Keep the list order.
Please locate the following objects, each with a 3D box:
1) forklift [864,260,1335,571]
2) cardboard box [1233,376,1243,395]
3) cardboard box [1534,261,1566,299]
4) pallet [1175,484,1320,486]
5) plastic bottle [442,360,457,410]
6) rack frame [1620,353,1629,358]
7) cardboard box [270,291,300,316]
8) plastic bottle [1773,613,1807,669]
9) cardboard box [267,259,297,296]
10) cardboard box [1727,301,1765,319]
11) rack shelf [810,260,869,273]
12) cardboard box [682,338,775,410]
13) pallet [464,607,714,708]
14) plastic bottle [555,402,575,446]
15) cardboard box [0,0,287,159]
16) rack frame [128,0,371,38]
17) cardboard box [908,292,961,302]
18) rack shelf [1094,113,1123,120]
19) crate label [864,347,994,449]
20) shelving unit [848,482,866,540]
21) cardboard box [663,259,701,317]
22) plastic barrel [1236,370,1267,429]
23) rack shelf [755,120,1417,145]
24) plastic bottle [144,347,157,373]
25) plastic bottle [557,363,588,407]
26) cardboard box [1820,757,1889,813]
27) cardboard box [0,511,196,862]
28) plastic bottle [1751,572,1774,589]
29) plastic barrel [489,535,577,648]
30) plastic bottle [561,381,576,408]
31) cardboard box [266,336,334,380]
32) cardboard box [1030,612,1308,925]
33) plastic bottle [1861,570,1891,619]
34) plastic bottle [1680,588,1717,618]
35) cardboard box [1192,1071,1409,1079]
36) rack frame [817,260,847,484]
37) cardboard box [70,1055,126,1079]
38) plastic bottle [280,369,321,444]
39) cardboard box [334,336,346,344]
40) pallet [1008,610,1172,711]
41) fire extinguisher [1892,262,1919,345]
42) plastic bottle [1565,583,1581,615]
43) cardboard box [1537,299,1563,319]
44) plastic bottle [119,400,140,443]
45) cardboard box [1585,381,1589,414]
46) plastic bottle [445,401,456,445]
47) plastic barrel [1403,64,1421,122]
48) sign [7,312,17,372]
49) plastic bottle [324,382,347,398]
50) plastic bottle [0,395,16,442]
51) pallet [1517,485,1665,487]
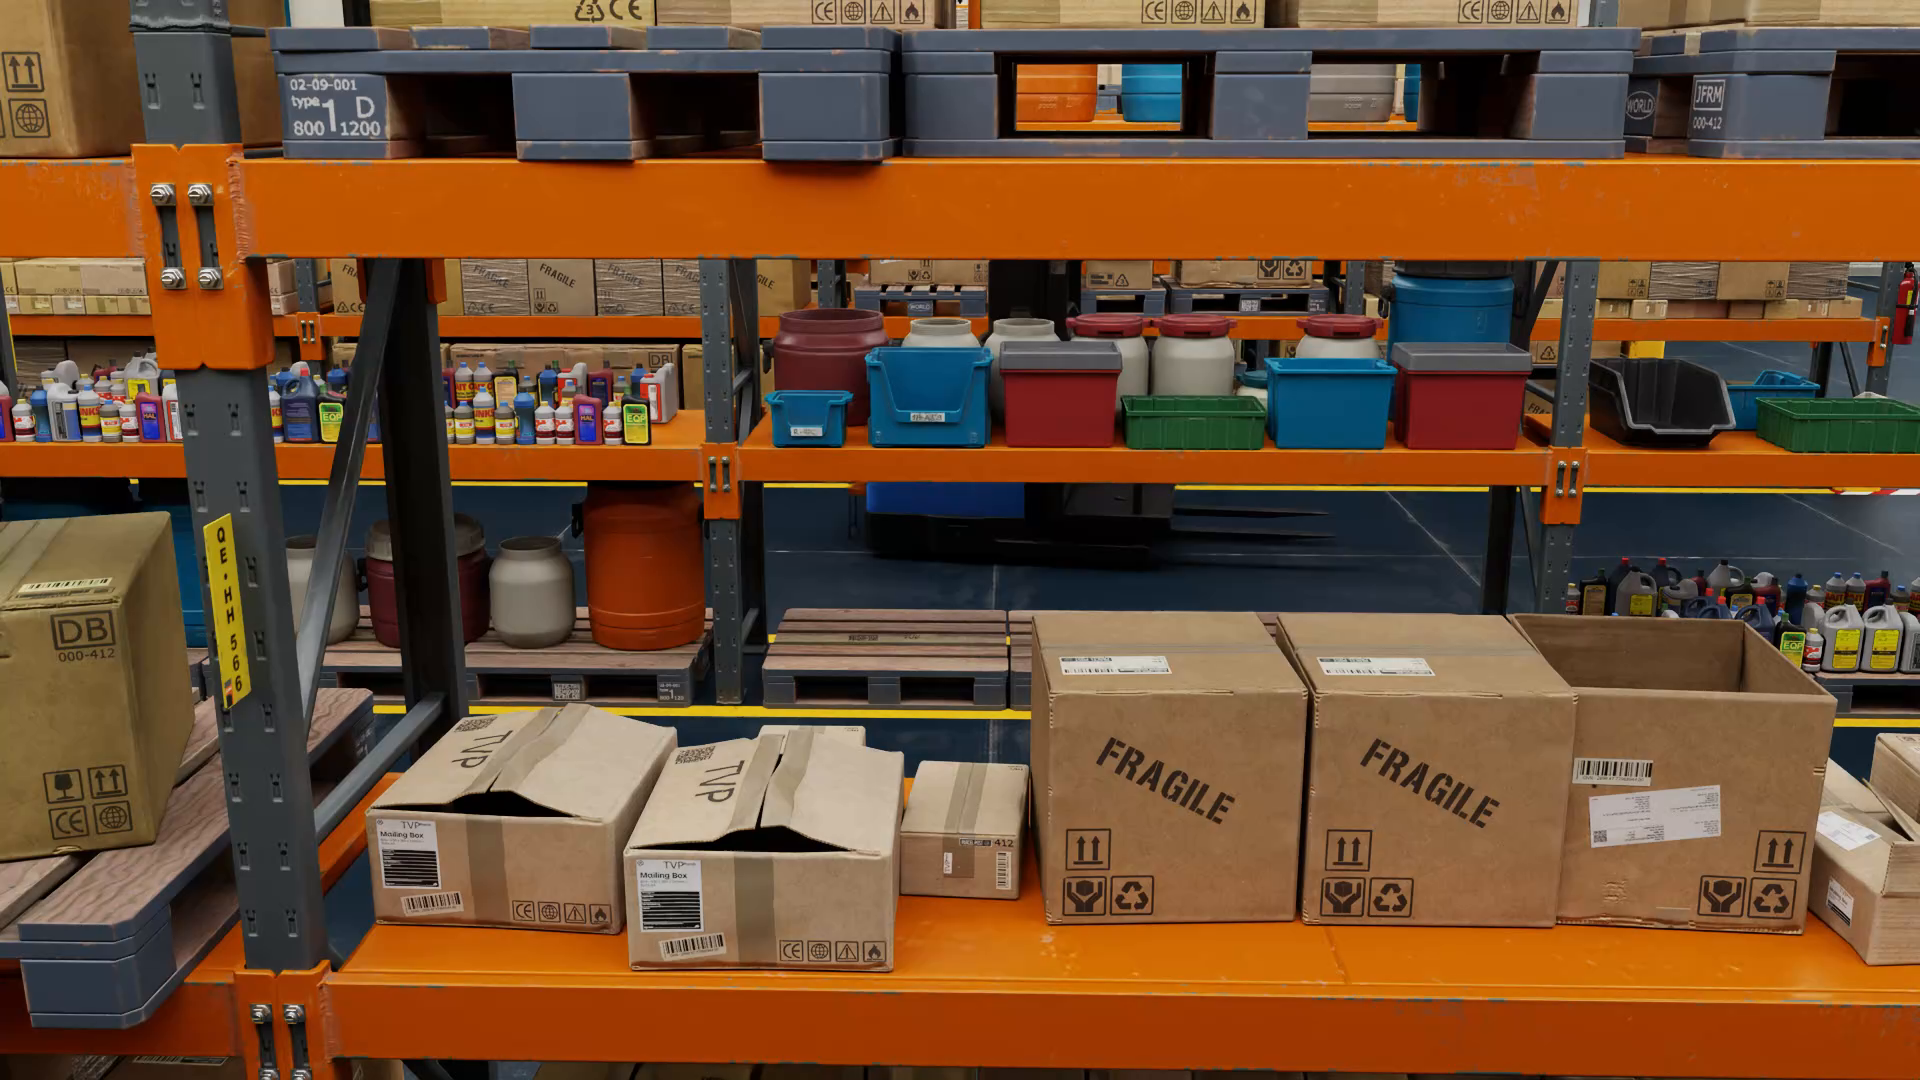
[{"bbox_3d":[0.937,-1.368,10.780,3.031,2.935,1.130,2,15,8],"label":"forklift"},{"bbox_3d":[2.380,-1.008,13.317,0.500,0.500,0.700,-1,15,-3],"label":"cardboard box"},{"bbox_3d":[4.443,-2.178,12.936,0.500,0.500,0.875,0,15,1],"label":"cardboard box"},{"bbox_3d":[2.215,-0.651,13.392,1.213,0.211,1.003,0,15,1],"label":"pallet"},{"bbox_3d":[-2.710,-0.805,8.741,0.133,0.283,0.061,0,15,1],"label":"plastic bottle"},{"bbox_3d":[7.220,-3.232,17.712,0.127,3.000,1.000,0,15,1],"label":"rack frame"},{"bbox_3d":[-5.317,-1.843,12.939,0.250,0.149,0.380,0,15,2],"label":"cardboard box"},{"bbox_3d":[4.016,0.494,8.051,0.133,0.283,0.061,1,15,4],"label":"plastic bottle"},{"bbox_3d":[-5.452,-2.054,12.955,0.500,0.250,0.500,0,15,0],"label":"cardboard box"},{"bbox_3d":[5.951,-1.792,12.744,0.250,0.149,0.380,0,15,1],"label":"cardboard box"},{"bbox_3d":[-2.777,-2.950,18.050,4.000,0.370,1.077,0,15,1],"label":"rack shelf"},{"bbox_3d":[-1.695,-1.206,13.372,0.875,0.875,1.225,0,15,-1],"label":"cardboard box"},{"bbox_3d":[-1.921,0.597,8.665,1.213,0.211,1.003,0,15,1],"label":"pallet"},{"bbox_3d":[-1.893,-0.562,7.979,0.097,0.201,0.097,0,15,0],"label":"plastic bottle"},{"bbox_3d":[-1.699,-0.987,3.125,0.500,0.500,0.910,0,15,1],"label":"cardboard box"},{"bbox_3d":[-1.262,-2.395,2.777,0.127,3.000,1.000,0,15,1],"label":"rack frame"},{"bbox_3d":[-0.171,-2.373,18.041,0.750,0.750,1.050,0,15,1],"label":"cardboard box"},{"bbox_3d":[0.994,-3.110,12.777,4.000,0.370,1.077,0,15,1],"label":"rack shelf"},{"bbox_3d":[-0.145,-0.699,8.039,0.616,0.435,0.502,0,15,1],"label":"crate label"},{"bbox_3d":[-0.648,-0.607,11.288,0.189,1.200,0.258,2,15,8],"label":"shelving unit"},{"bbox_3d":[-2.003,-2.013,12.895,0.500,0.500,0.500,0,15,1],"label":"cardboard box"},{"bbox_3d":[1.548,-0.712,8.430,0.301,0.262,0.301,0,15,0],"label":"plastic barrel"},{"bbox_3d":[0.868,-1.847,7.990,4.000,0.370,1.077,0,15,1],"label":"rack shelf"},{"bbox_3d":[-4.203,-0.837,8.729,0.185,0.351,0.144,0,15,1],"label":"plastic bottle"},{"bbox_3d":[-2.019,-0.785,8.680,0.135,0.276,0.152,0,15,1],"label":"plastic bottle"},{"bbox_3d":[1.856,0.596,3.695,0.250,0.149,0.380,0,15,1],"label":"cardboard box"},{"bbox_3d":[-1.894,0.279,3.382,0.500,0.500,0.700,-5,16,-17],"label":"cardboard box"},{"bbox_3d":[4.195,0.309,8.765,0.135,0.276,0.152,1,15,2],"label":"plastic bottle"},{"bbox_3d":[-2.188,0.263,8.517,0.421,0.512,0.421,0,15,0],"label":"plastic barrel"},{"bbox_3d":[-2.003,-0.717,8.569,0.097,0.201,0.097,0,15,0],"label":"plastic bottle"},{"bbox_3d":[-5.662,-1.247,13.527,0.875,0.875,0.875,0,15,1],"label":"cardboard box"},{"bbox_3d":[0.416,0.464,3.504,0.500,0.500,0.500,0,15,-2],"label":"cardboard box"},{"bbox_3d":[4.835,0.298,8.792,0.133,0.283,0.061,1,15,2],"label":"plastic bottle"},{"bbox_3d":[3.667,0.411,8.231,0.185,0.351,0.144,0,15,1],"label":"plastic bottle"},{"bbox_3d":[0.793,1.311,3.957,0.500,0.311,0.500,1,15,3],"label":"cardboard box"},{"bbox_3d":[-1.005,-2.020,13.117,0.127,3.000,1.000,0,15,1],"label":"rack frame"},{"bbox_3d":[-2.233,1.424,4.100,0.500,0.500,0.500,0,15,-1],"label":"cardboard box"},{"bbox_3d":[-3.166,-0.648,8.014,0.185,0.351,0.144,0,15,1],"label":"plastic bottle"},{"bbox_3d":[-6.675,-2.239,18.127,0.250,0.149,0.380,1,15,4],"label":"cardboard box"},{"bbox_3d":[0.858,0.615,8.596,1.213,0.211,1.003,0,15,1],"label":"pallet"},{"bbox_3d":[7.095,-1.812,12.481,0.183,0.674,0.296,0,15,1],"label":"fire extinguisher"},{"bbox_3d":[3.238,0.332,8.824,0.097,0.201,0.097,0,15,0],"label":"plastic bottle"},{"bbox_3d":[4.451,-1.793,12.748,0.250,0.149,0.380,0,15,1],"label":"cardboard box"},{"bbox_3d":[-4.002,-0.576,8.031,0.097,0.201,0.097,0,15,0],"label":"plastic bottle"},{"bbox_3d":[5.145,-0.975,13.232,0.500,0.500,0.500,2,15,7],"label":"cardboard box"},{"bbox_3d":[-2.476,-0.566,7.993,0.097,0.201,0.097,0,15,0],"label":"plastic bottle"},{"bbox_3d":[2.353,-2.372,7.587,0.708,0.901,0.600,0,15,1],"label":"plastic barrel"},{"bbox_3d":[-5.114,-1.057,8.925,0.005,0.325,0.100,0,15,1],"label":"sign"},{"bbox_3d":[-3.006,-0.620,8.037,0.133,0.283,0.061,0,15,1],"label":"plastic bottle"},{"bbox_3d":[-4.641,-0.615,8.019,0.133,0.283,0.061,0,15,1],"label":"plastic bottle"},{"bbox_3d":[4.889,-0.643,13.365,1.213,0.211,1.003,0,15,1],"label":"pallet"}]
